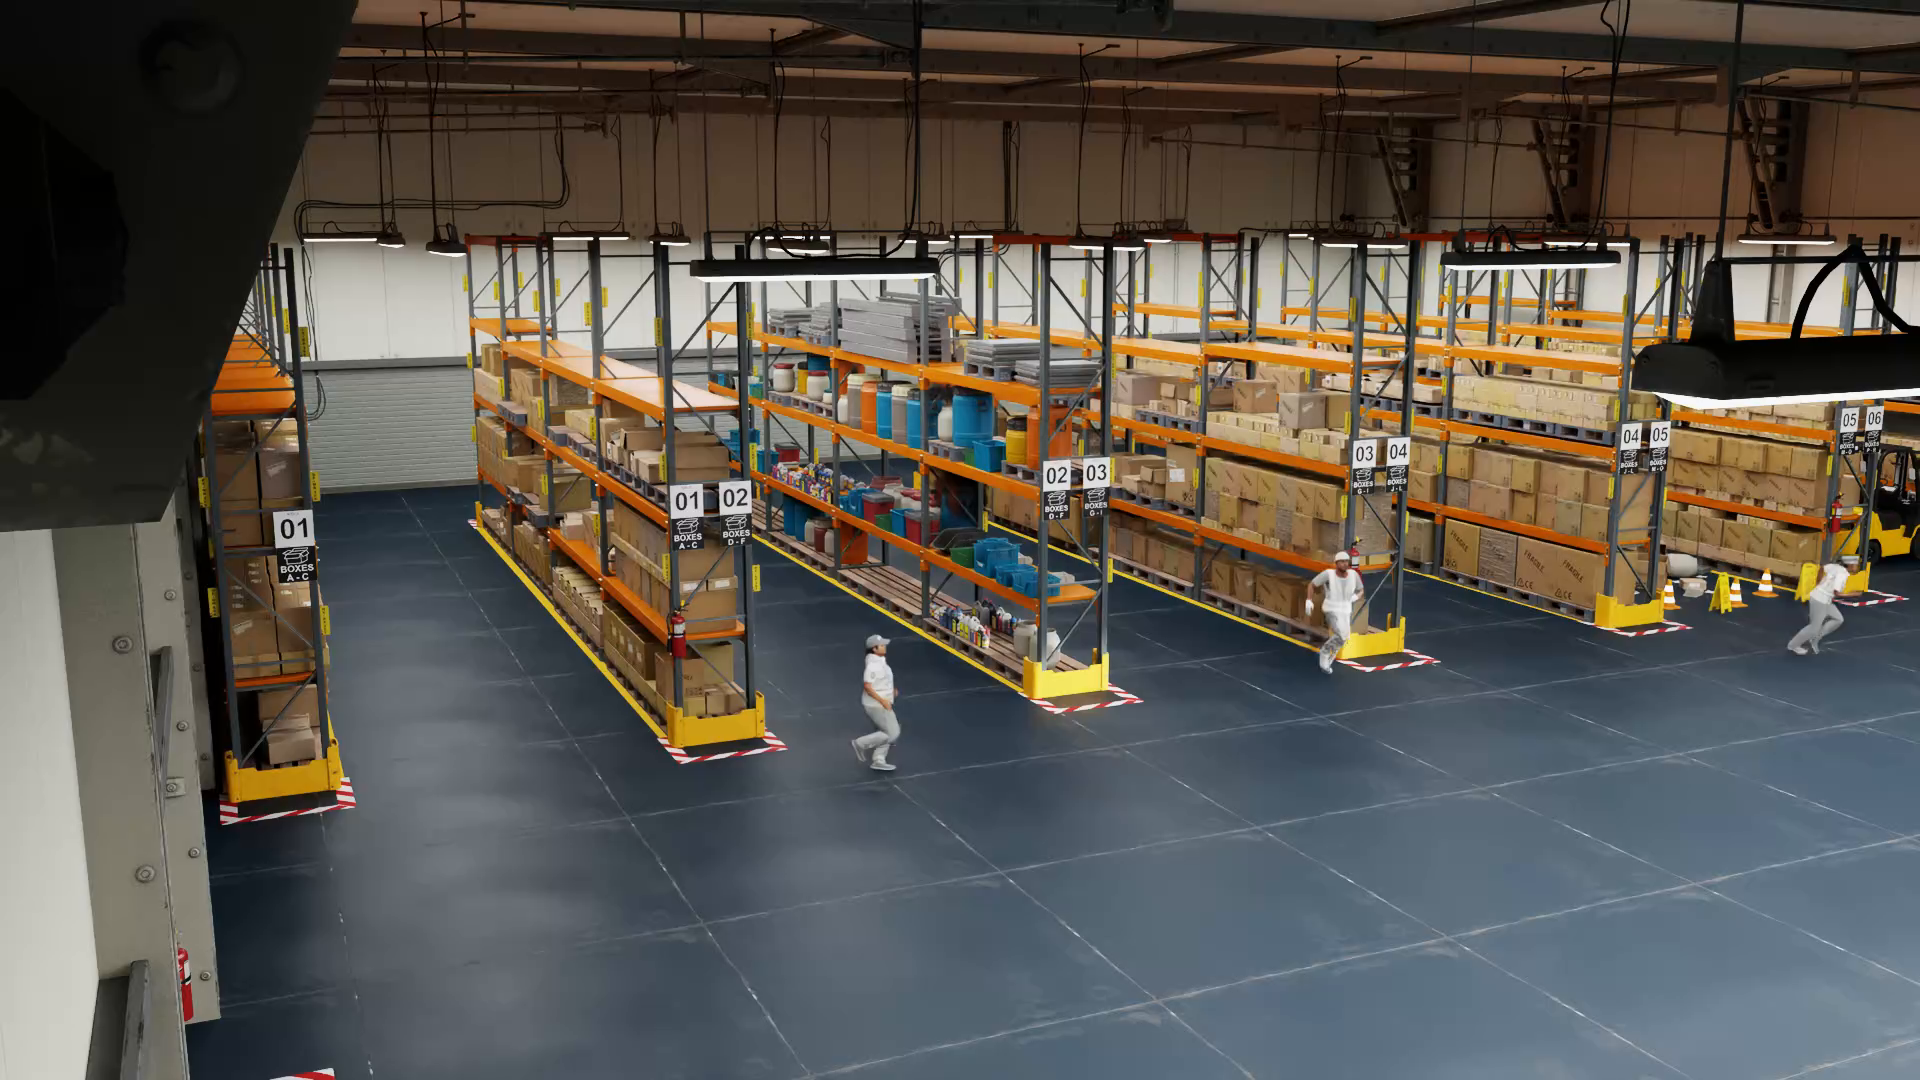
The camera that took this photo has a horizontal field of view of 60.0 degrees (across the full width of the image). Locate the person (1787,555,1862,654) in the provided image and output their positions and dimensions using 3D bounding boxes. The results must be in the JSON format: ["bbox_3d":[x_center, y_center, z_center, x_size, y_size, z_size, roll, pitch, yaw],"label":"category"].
[{"bbox_3d":[12.664,0.930,24.328,0.910,1.504,0.608,5,12,23],"label":"person"}]

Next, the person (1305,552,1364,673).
[{"bbox_3d":[5.293,1.016,23.361,0.777,1.736,0.639,-5,12,-25],"label":"person"}]

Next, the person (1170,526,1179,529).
[{"bbox_3d":[4.473,-1.052,34.265,0.612,1.653,0.524,-5,12,-26],"label":"person"}]

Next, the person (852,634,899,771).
[{"bbox_3d":[-0.980,1.884,19.202,0.554,1.626,0.609,-1,11,-4],"label":"person"}]

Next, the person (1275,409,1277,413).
[{"bbox_3d":[8.125,-2.893,43.632,0.654,1.678,0.608,-6,12,-28],"label":"person"}]
